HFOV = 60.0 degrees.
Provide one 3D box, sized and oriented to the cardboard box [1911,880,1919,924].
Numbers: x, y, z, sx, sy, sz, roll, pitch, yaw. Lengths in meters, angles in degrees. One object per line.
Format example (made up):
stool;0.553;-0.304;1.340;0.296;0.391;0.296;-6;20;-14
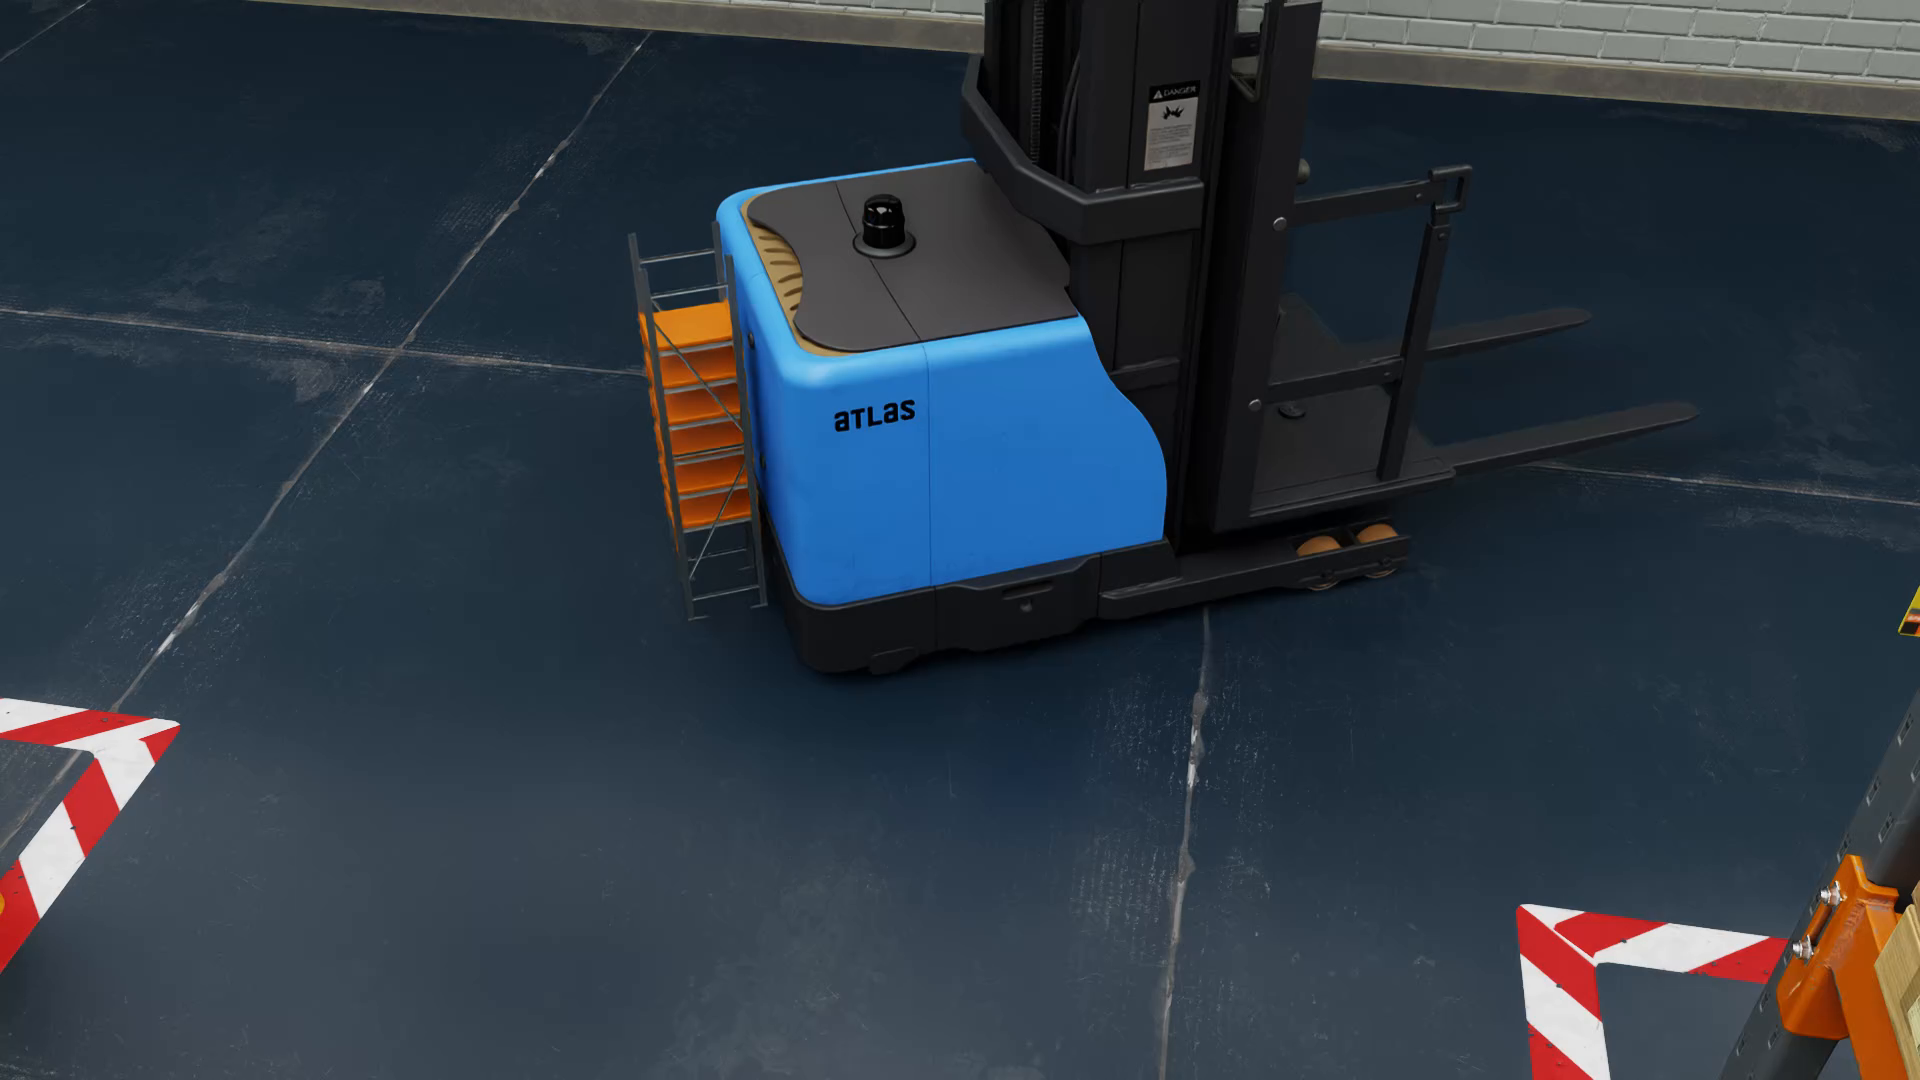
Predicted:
cardboard box;1.539;0.501;1.978;0.500;0.500;0.500;8;40;10

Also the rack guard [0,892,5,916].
rack guard;-2.974;0.741;3.961;1.175;0.500;0.348;6;40;8

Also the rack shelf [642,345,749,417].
rack shelf;-0.723;-0.450;4.545;0.258;0.103;0.180;-11;41;-13

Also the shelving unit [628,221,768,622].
shelving unit;-0.722;-0.299;4.670;0.258;1.200;0.189;-11;41;-13

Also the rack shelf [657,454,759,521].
rack shelf;-0.722;-0.172;4.775;0.258;0.103;0.180;-11;41;-13

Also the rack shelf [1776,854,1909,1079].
rack shelf;1.543;1.935;1.120;1.077;0.370;4.000;6;40;8

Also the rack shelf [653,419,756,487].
rack shelf;-0.722;-0.265;4.698;0.258;0.103;0.180;-11;41;-13

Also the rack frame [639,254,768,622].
rack frame;-0.695;-0.243;4.602;0.240;1.200;0.006;-11;41;-13

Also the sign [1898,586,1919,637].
sign;1.355;0.010;2.205;0.100;0.325;0.005;6;40;8

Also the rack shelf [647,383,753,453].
rack shelf;-0.722;-0.357;4.622;0.258;0.103;0.180;-11;41;-13

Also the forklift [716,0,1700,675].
forklift;0.862;-1.288;4.507;3.031;2.935;1.130;-11;41;-13

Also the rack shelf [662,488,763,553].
rack shelf;-0.722;-0.080;4.851;0.258;0.103;0.180;-11;41;-13

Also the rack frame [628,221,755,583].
rack frame;-0.749;-0.355;4.737;0.240;1.200;0.006;-11;41;-13

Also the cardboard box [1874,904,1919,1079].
cardboard box;1.510;0.667;2.286;0.380;0.149;0.250;6;40;7

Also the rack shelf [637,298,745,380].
rack shelf;-0.723;-0.542;4.469;0.258;0.103;0.180;-11;41;-13
